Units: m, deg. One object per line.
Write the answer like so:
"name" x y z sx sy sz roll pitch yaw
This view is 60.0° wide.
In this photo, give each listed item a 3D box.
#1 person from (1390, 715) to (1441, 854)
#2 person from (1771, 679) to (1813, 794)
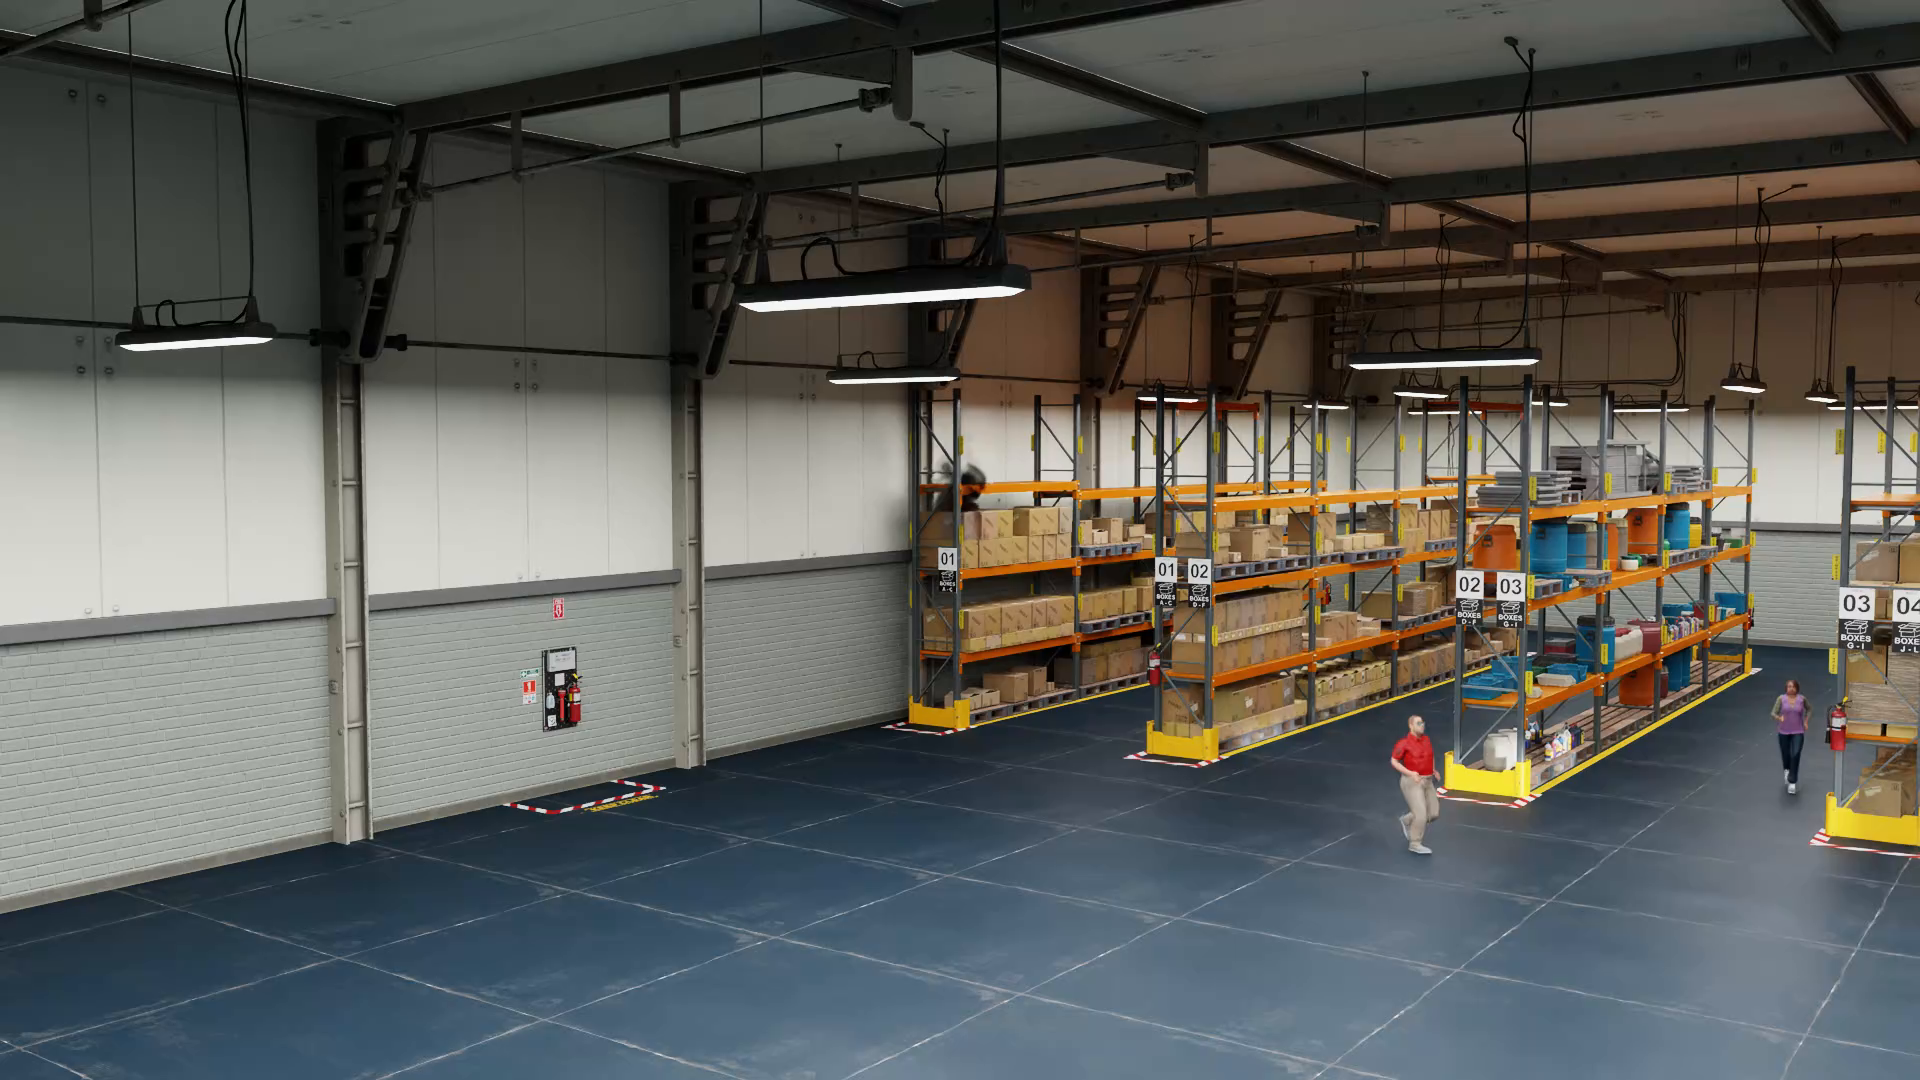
"person" 5.609 2.993 20.481 0.661 1.672 0.608 -2 4 -30
"person" 12.056 2.812 24.126 0.540 1.597 0.879 2 4 28
